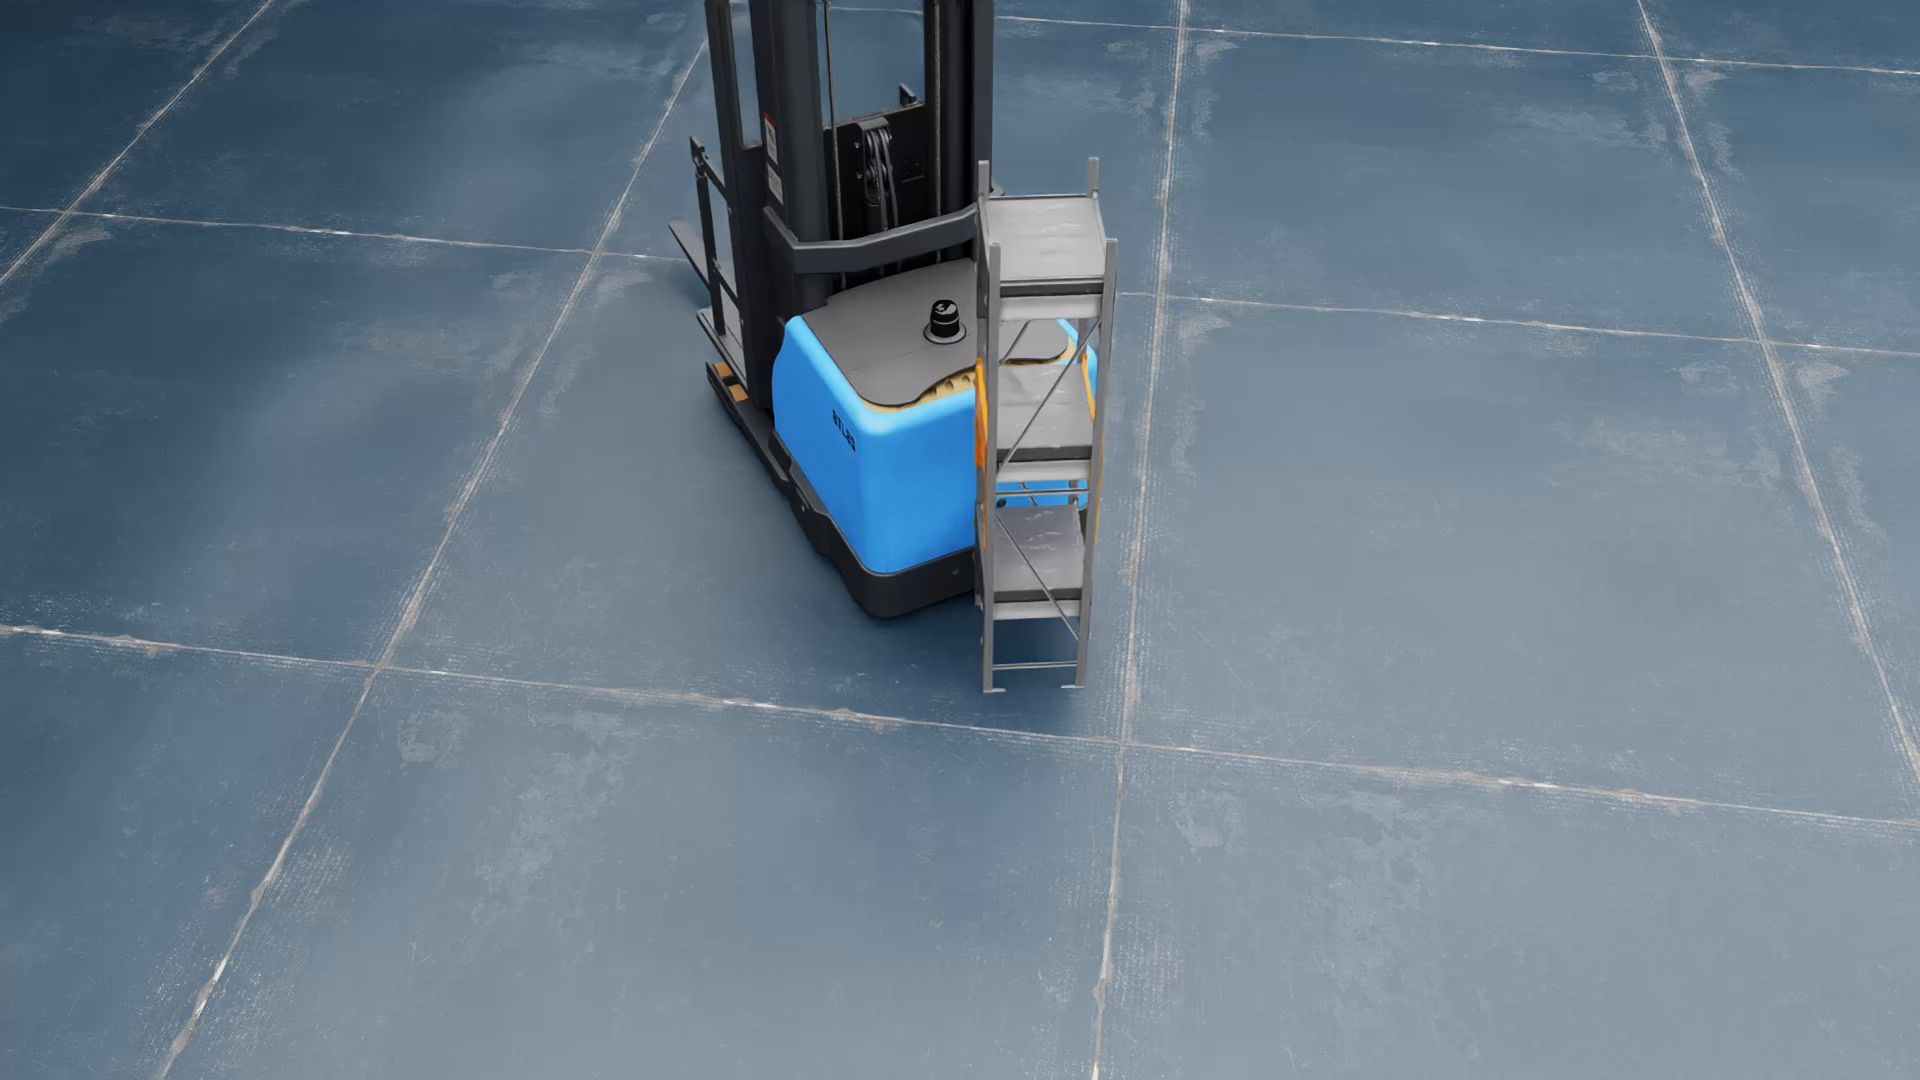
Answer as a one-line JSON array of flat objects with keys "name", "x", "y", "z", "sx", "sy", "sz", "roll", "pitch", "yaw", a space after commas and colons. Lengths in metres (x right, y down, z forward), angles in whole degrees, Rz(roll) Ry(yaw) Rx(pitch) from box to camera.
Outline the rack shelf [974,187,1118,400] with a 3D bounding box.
[{"name": "rack shelf", "x": 0.277, "y": -0.831, "z": 5.602, "sx": 0.431, "sy": 0.518, "sz": 0.480, "roll": -2, "pitch": 43, "yaw": -3}]

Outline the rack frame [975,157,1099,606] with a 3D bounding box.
[{"name": "rack frame", "x": 0.263, "y": -0.500, "z": 6.250, "sx": 0.400, "sy": 2.100, "sz": 0.015, "roll": -2, "pitch": 43, "yaw": -3}]

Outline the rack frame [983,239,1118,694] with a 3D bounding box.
[{"name": "rack frame", "x": 0.292, "y": -0.165, "z": 5.897, "sx": 0.400, "sy": 2.100, "sz": 0.015, "roll": -2, "pitch": 43, "yaw": -3}]

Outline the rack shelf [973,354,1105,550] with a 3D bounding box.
[{"name": "rack shelf", "x": 0.277, "y": -0.322, "z": 6.083, "sx": 0.431, "sy": 0.518, "sz": 0.480, "roll": -2, "pitch": 43, "yaw": -3}]

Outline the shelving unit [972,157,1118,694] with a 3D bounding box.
[{"name": "shelving unit", "x": 0.277, "y": -0.332, "z": 6.074, "sx": 0.431, "sy": 2.100, "sz": 0.503, "roll": -2, "pitch": 43, "yaw": -3}]

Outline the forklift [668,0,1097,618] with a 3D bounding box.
[{"name": "forklift", "x": -0.556, "y": -1.761, "z": 6.978, "sx": 1.130, "sy": 2.935, "sz": 3.031, "roll": -19, "pitch": 47, "yaw": -19}]

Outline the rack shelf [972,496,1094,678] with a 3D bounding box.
[{"name": "rack shelf", "x": 0.277, "y": 0.186, "z": 6.564, "sx": 0.431, "sy": 0.518, "sz": 0.480, "roll": -2, "pitch": 43, "yaw": -3}]
